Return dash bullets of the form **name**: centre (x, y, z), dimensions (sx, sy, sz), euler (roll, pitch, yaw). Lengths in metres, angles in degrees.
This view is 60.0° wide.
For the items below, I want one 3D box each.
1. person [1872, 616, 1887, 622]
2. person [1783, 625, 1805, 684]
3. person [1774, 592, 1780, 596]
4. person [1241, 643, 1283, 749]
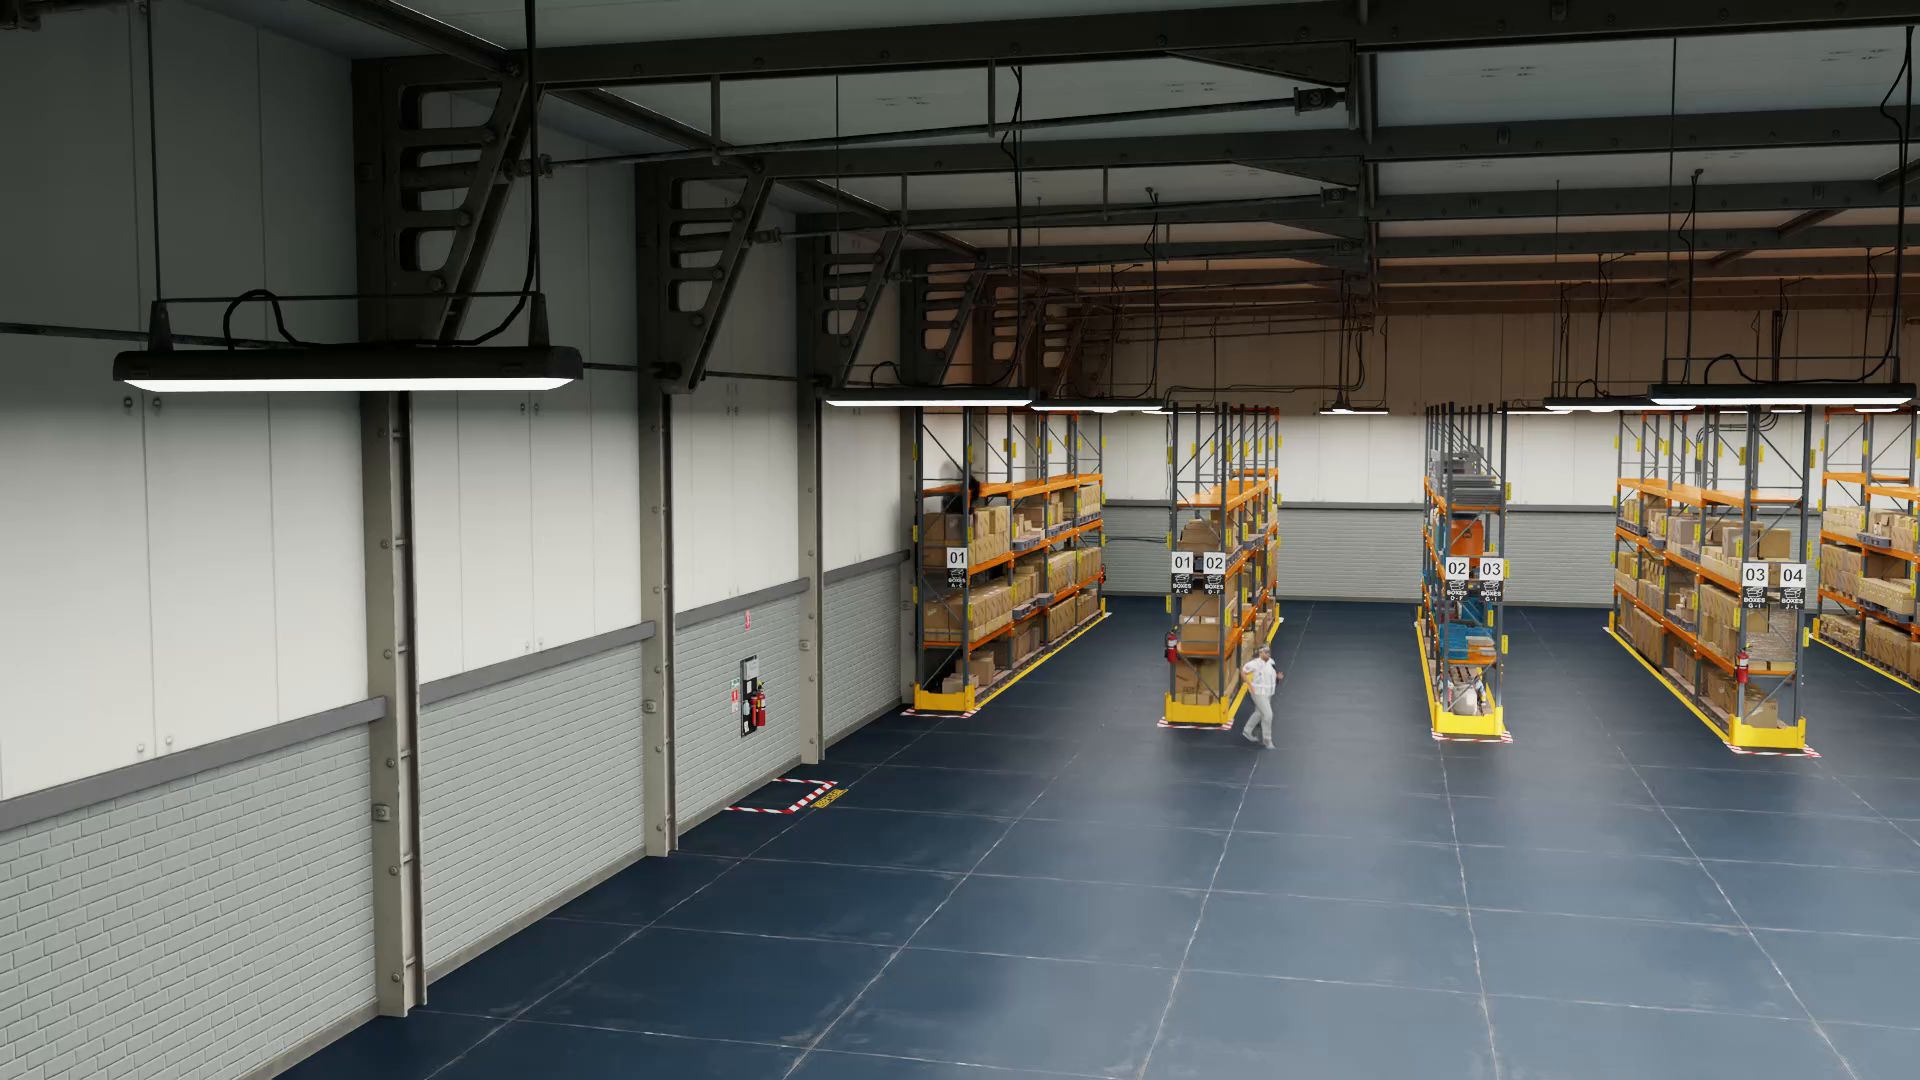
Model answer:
- **person**: centre (23.971, 1.730, 43.432), dimensions (0.534, 1.611, 0.733), euler (-2, 5, -24)
- **person**: centre (17.734, 2.221, 35.620), dimensions (0.708, 1.741, 0.620), euler (1, 4, 14)
- **person**: centre (20.598, 1.843, 41.628), dimensions (0.584, 1.652, 0.723), euler (1, 4, 19)
- **person**: centre (5.268, 2.708, 29.013), dimensions (0.629, 1.856, 0.811), euler (-4, 6, -44)
